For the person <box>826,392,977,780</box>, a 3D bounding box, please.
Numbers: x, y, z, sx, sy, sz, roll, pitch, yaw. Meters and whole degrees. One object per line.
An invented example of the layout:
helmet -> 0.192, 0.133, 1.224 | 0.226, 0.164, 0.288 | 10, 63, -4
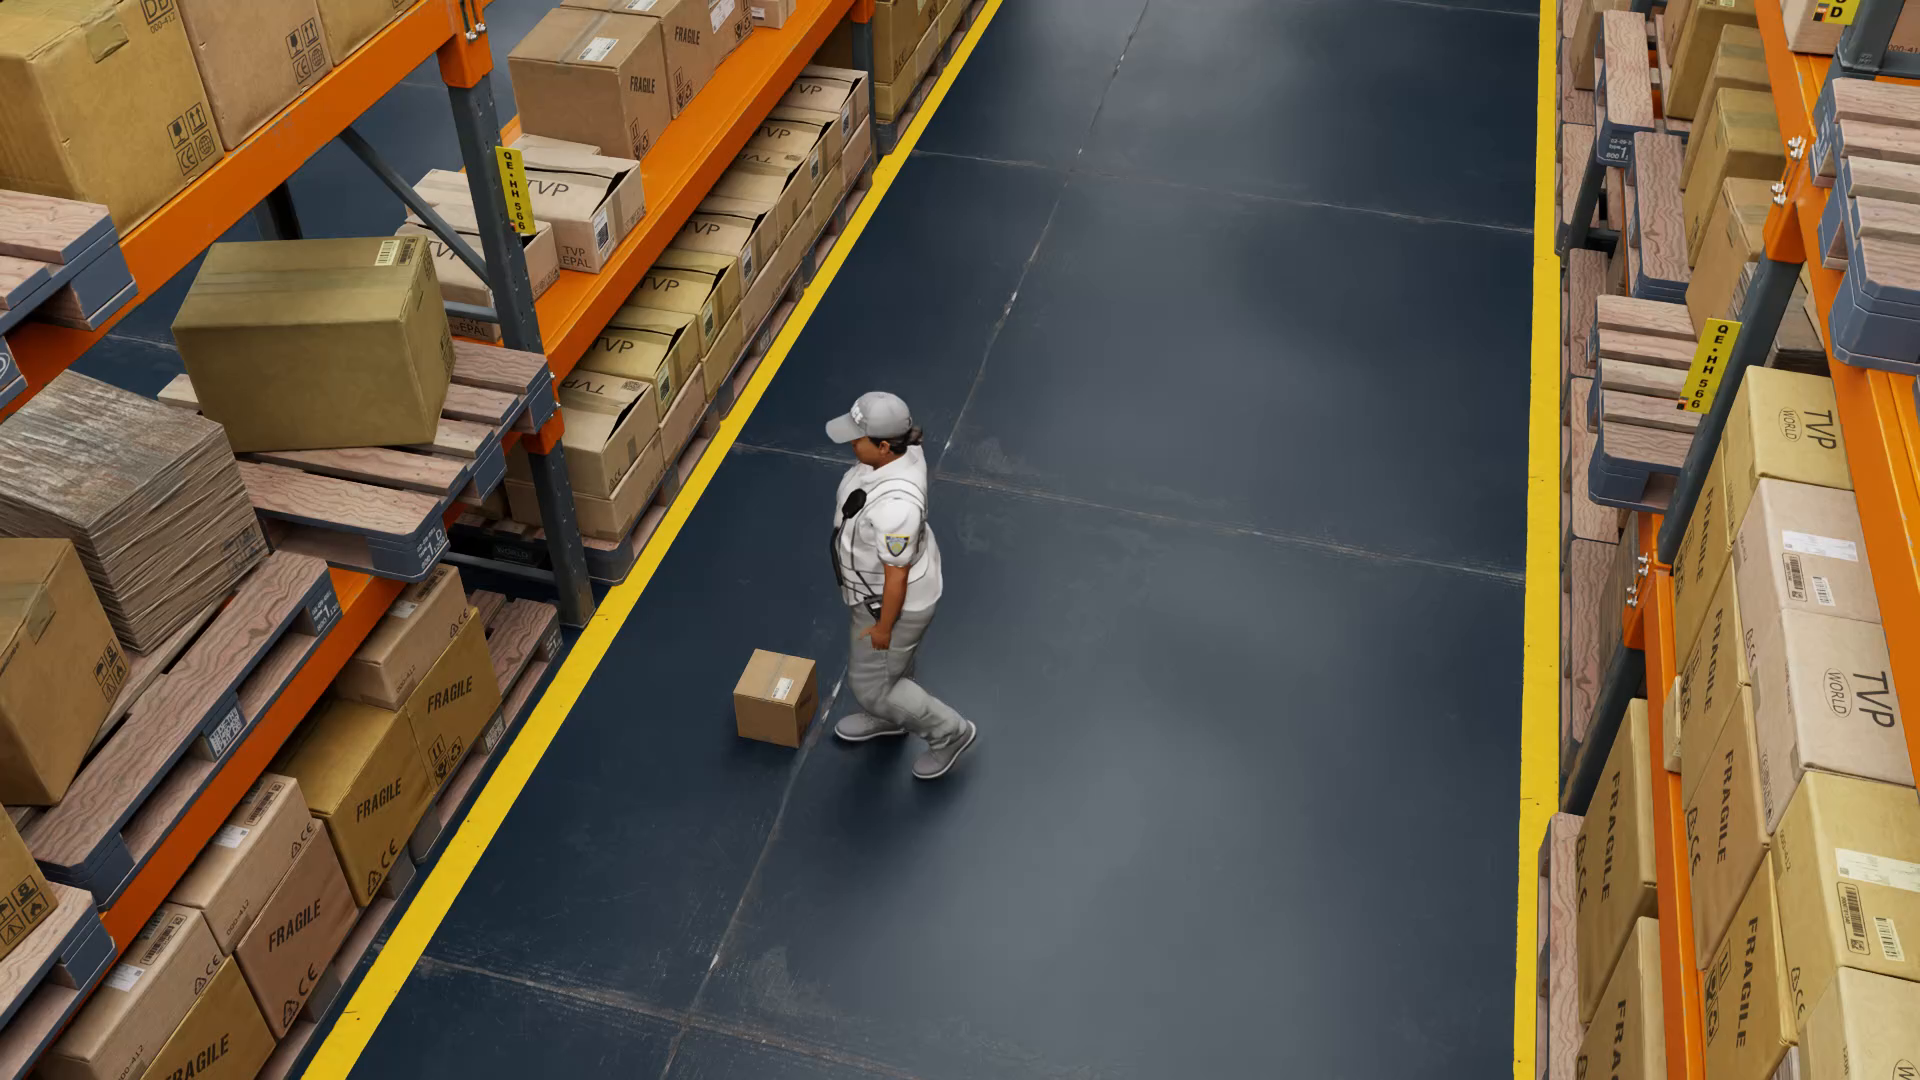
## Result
person -> -0.213, 0.166, 5.947 | 0.550, 1.663, 0.488 | -1, 41, -2
